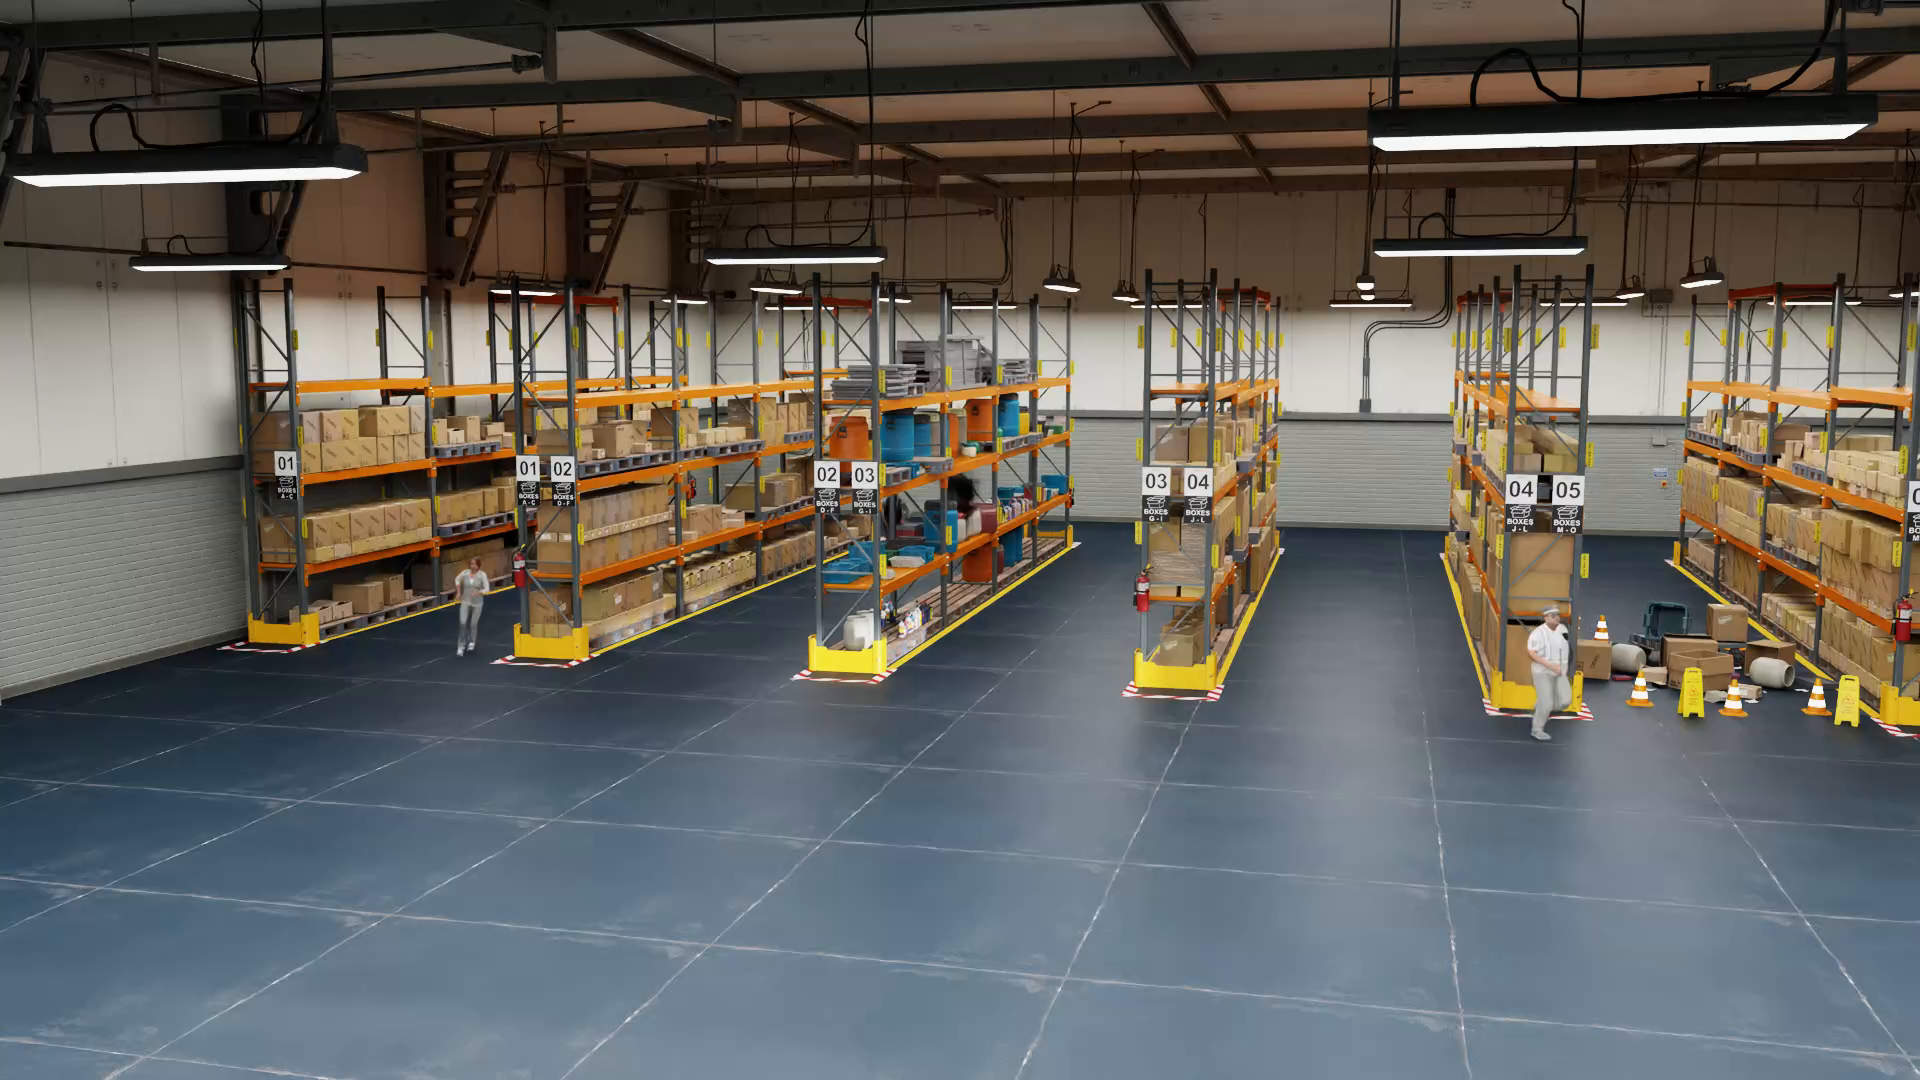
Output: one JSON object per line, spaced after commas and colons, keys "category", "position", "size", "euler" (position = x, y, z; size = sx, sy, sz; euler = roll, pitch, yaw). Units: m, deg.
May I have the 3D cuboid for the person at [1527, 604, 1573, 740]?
{"category": "person", "position": [7.428, 1.648, 20.875], "size": [0.684, 1.741, 0.667], "euler": [-2, 7, -19]}

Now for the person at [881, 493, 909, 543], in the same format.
{"category": "person", "position": [-1.489, -0.328, 37.657], "size": [0.659, 1.716, 0.987], "euler": [1, 7, 9]}

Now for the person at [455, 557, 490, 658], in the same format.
{"category": "person", "position": [-7.786, 1.050, 26.583], "size": [0.546, 1.607, 0.695], "euler": [-1, 7, -11]}
